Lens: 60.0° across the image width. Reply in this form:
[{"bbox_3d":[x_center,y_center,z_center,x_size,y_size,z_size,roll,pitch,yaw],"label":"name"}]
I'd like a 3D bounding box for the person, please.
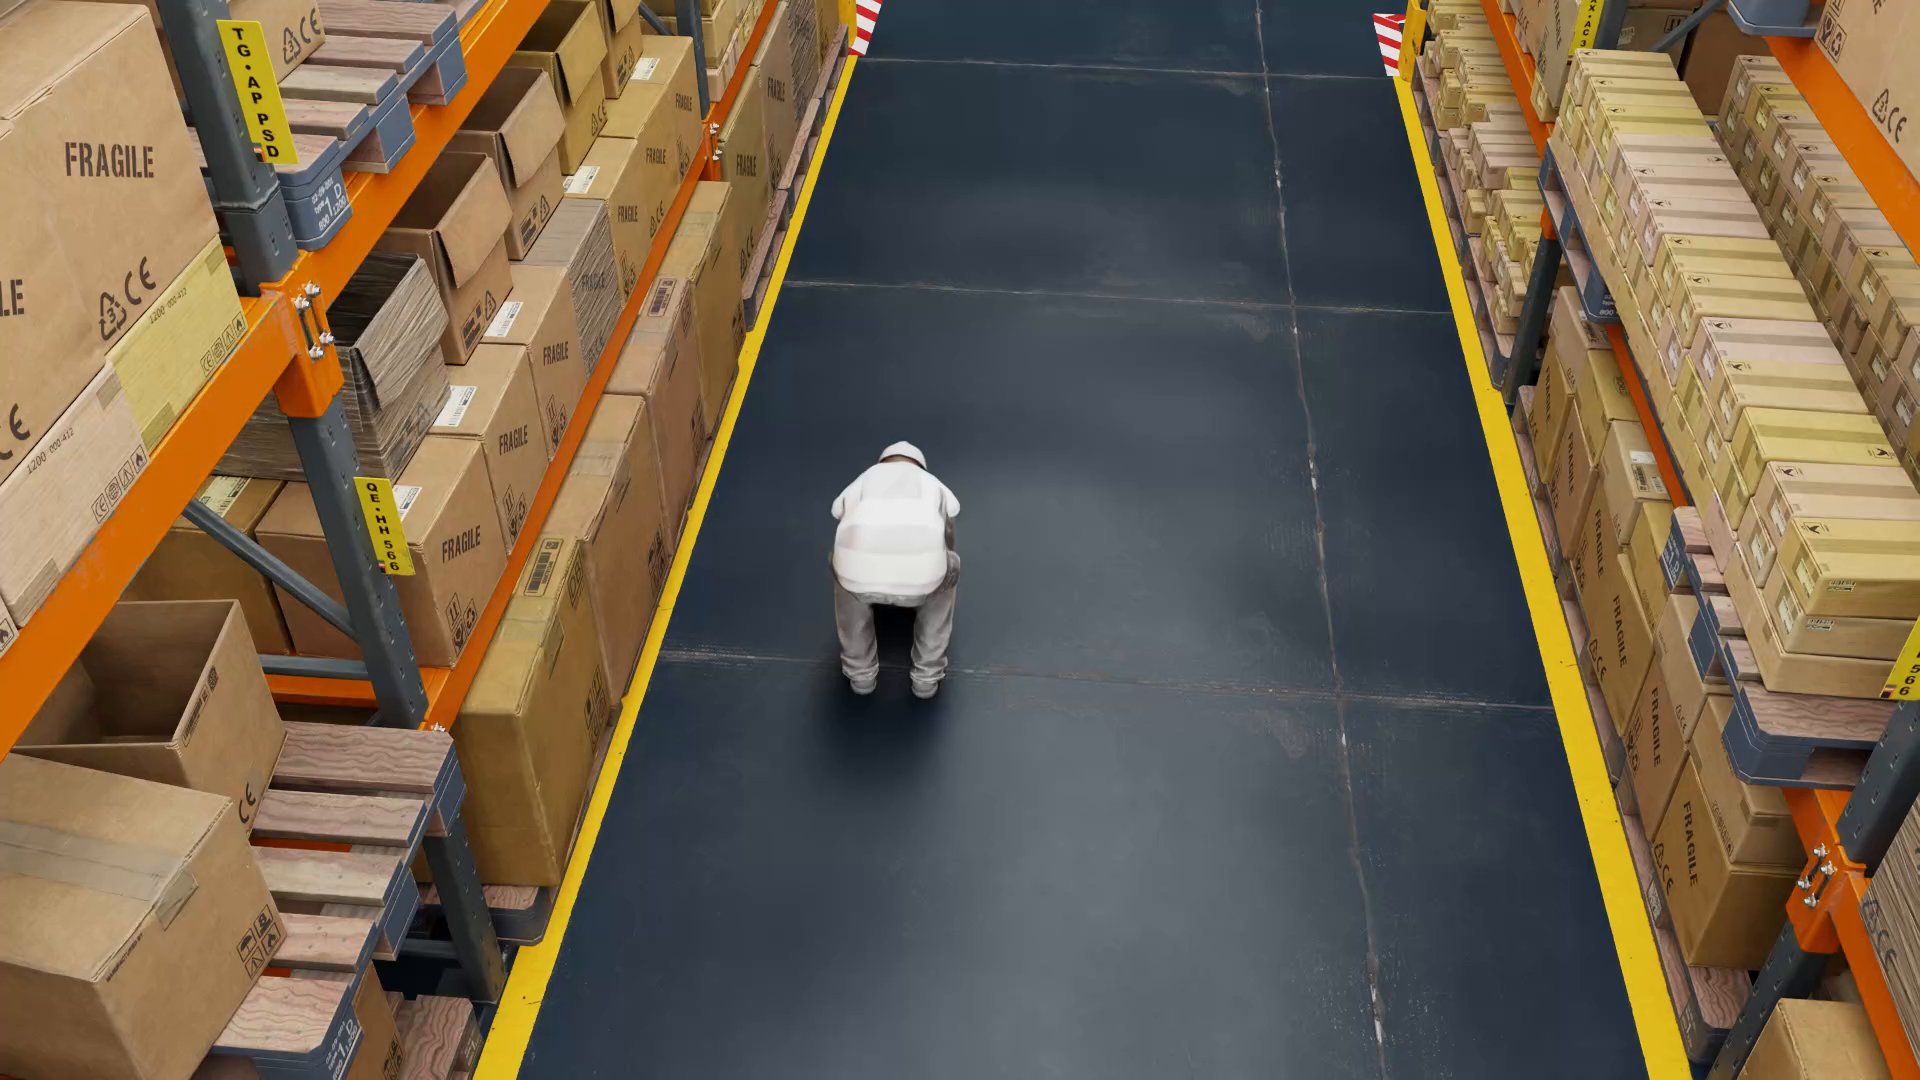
[{"bbox_3d":[-0.260,0.084,6.704,0.526,0.932,0.983,1,40,2],"label":"person"}]
